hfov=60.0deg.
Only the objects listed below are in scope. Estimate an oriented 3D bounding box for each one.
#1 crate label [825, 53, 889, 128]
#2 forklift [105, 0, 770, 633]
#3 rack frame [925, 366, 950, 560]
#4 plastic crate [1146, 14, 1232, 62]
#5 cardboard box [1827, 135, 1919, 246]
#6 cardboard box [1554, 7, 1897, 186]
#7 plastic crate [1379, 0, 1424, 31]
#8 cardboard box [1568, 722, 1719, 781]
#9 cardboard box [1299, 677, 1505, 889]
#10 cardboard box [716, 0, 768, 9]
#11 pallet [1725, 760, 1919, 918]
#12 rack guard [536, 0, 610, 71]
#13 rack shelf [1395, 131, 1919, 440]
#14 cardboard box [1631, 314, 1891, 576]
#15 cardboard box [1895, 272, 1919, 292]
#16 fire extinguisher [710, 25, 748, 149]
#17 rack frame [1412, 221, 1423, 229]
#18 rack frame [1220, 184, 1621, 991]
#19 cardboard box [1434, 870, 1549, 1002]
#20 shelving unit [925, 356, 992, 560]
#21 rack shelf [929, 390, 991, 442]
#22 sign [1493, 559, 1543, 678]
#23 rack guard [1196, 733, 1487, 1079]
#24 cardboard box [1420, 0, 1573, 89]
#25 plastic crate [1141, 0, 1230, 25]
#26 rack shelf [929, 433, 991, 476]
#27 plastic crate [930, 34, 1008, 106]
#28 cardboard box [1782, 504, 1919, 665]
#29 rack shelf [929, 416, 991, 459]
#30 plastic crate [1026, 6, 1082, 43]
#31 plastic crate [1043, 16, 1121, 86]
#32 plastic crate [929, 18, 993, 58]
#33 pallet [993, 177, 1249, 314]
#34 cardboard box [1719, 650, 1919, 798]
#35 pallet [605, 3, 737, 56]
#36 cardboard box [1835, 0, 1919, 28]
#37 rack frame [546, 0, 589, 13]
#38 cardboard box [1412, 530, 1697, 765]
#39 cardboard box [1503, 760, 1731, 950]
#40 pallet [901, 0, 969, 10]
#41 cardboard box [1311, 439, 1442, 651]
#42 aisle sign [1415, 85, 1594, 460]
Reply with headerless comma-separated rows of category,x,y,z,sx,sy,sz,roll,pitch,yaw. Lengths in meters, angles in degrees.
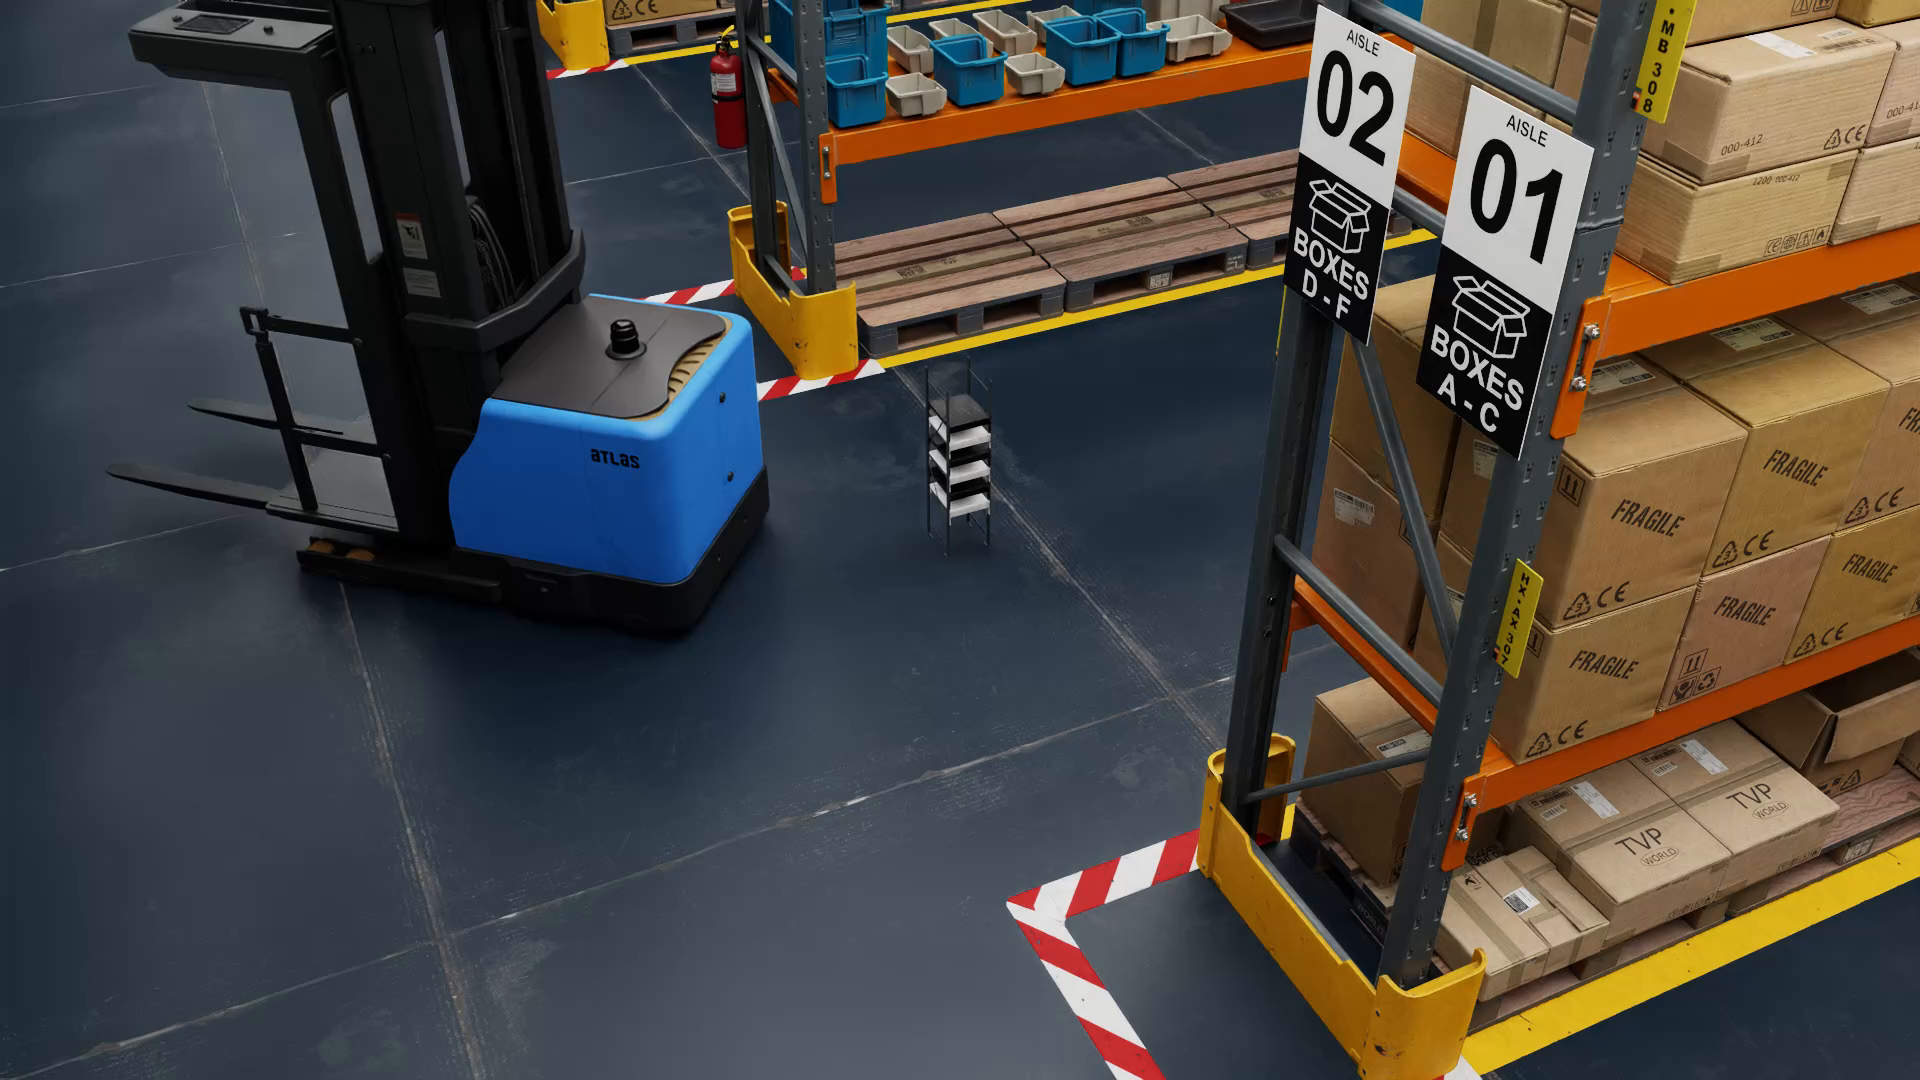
crate label,-0.552,-2.258,8.366,0.303,0.233,0.416,-16,39,-20
forklift,-2.472,-1.266,6.997,3.031,2.935,1.130,10,38,13
rack frame,-0.099,-0.334,7.444,0.006,0.900,0.240,-16,39,-20
plastic crate,1.257,-2.744,9.102,0.466,0.136,0.293,-16,39,-20
cardboard box,2.217,-1.001,4.189,0.500,0.250,0.500,-16,39,-20
cardboard box,1.762,-1.079,3.875,0.500,0.250,0.500,-16,39,-20
plastic crate,2.428,-3.144,9.434,0.575,0.384,0.392,-16,39,-20
cardboard box,2.446,0.689,6.242,0.500,0.250,0.500,-16,39,-20
cardboard box,1.574,0.813,5.865,0.500,0.500,0.500,-16,39,-20
cardboard box,-1.651,-4.838,13.185,0.875,0.875,0.875,-16,39,-20
pallet,3.079,0.848,6.429,1.213,0.211,1.003,-16,39,-20
rack guard,-3.041,-4.077,12.827,0.348,0.500,1.175,-16,39,-20
rack shelf,2.996,-1.166,4.890,4.000,0.370,1.077,-16,39,-20
cardboard box,2.170,-0.292,4.702,0.500,0.500,0.500,-15,39,-19
cardboard box,3.084,-0.545,5.044,0.500,0.500,0.500,-16,39,-20
fire extinguisher,-1.245,-2.442,8.902,0.183,0.674,0.296,-16,39,-20
rack frame,2.706,-3.428,9.854,0.127,3.000,1.000,-16,39,-20
rack frame,1.186,0.256,4.886,0.127,3.000,1.000,-16,39,-20
cardboard box,1.711,1.304,5.498,0.250,0.149,0.380,-16,39,-20
shelving unit,-0.007,-0.359,7.479,0.210,0.900,0.258,-16,39,-20
rack shelf,-0.007,-0.549,7.338,0.200,0.077,0.258,-16,39,-20
sign,1.417,0.201,4.234,0.005,0.325,0.100,-16,39,-20
rack guard,1.255,1.241,5.657,0.348,0.500,1.175,-16,39,-20
cardboard box,1.543,-1.356,4.249,0.500,0.250,0.500,-16,39,-20
plastic crate,1.245,-3.118,9.485,0.530,0.282,0.437,-16,39,-20
rack shelf,-0.007,-0.405,7.445,0.200,0.077,0.258,-16,39,-20
plastic crate,0.044,-2.424,8.591,0.300,0.233,0.416,-16,39,-20
cardboard box,2.620,-0.013,5.165,0.500,0.500,0.500,-16,39,-20
rack shelf,-0.007,-0.477,7.392,0.200,0.077,0.258,-16,39,-20
plastic crate,0.516,-2.872,9.276,0.250,0.136,0.298,-16,39,-20
plastic crate,0.640,-2.591,8.815,0.300,0.233,0.416,-16,39,-20
plastic crate,0.014,-2.704,9.048,0.243,0.136,0.396,-16,39,-20
pallet,0.951,-1.790,9.986,1.213,0.211,1.003,-16,39,-20
cardboard box,3.108,0.548,6.219,0.637,0.503,0.797,-16,39,-20
pallet,-2.329,-4.211,13.251,1.213,0.211,1.003,-16,39,-20
cardboard box,2.133,-1.610,3.962,0.500,0.500,0.700,-16,39,-20
rack frame,-3.020,-5.087,12.090,0.127,3.000,1.000,-16,39,-20
cardboard box,1.700,0.246,4.816,0.500,0.500,0.500,-15,39,-19
cardboard box,2.251,1.073,5.724,0.500,0.250,0.500,-16,39,-20
pallet,-0.120,-4.829,14.084,1.213,0.211,1.003,-16,39,-20
cardboard box,1.476,-0.044,5.207,0.500,0.500,0.500,-14,39,-19
aisle sign,1.249,-0.612,3.875,0.004,0.787,0.394,-16,39,-20
